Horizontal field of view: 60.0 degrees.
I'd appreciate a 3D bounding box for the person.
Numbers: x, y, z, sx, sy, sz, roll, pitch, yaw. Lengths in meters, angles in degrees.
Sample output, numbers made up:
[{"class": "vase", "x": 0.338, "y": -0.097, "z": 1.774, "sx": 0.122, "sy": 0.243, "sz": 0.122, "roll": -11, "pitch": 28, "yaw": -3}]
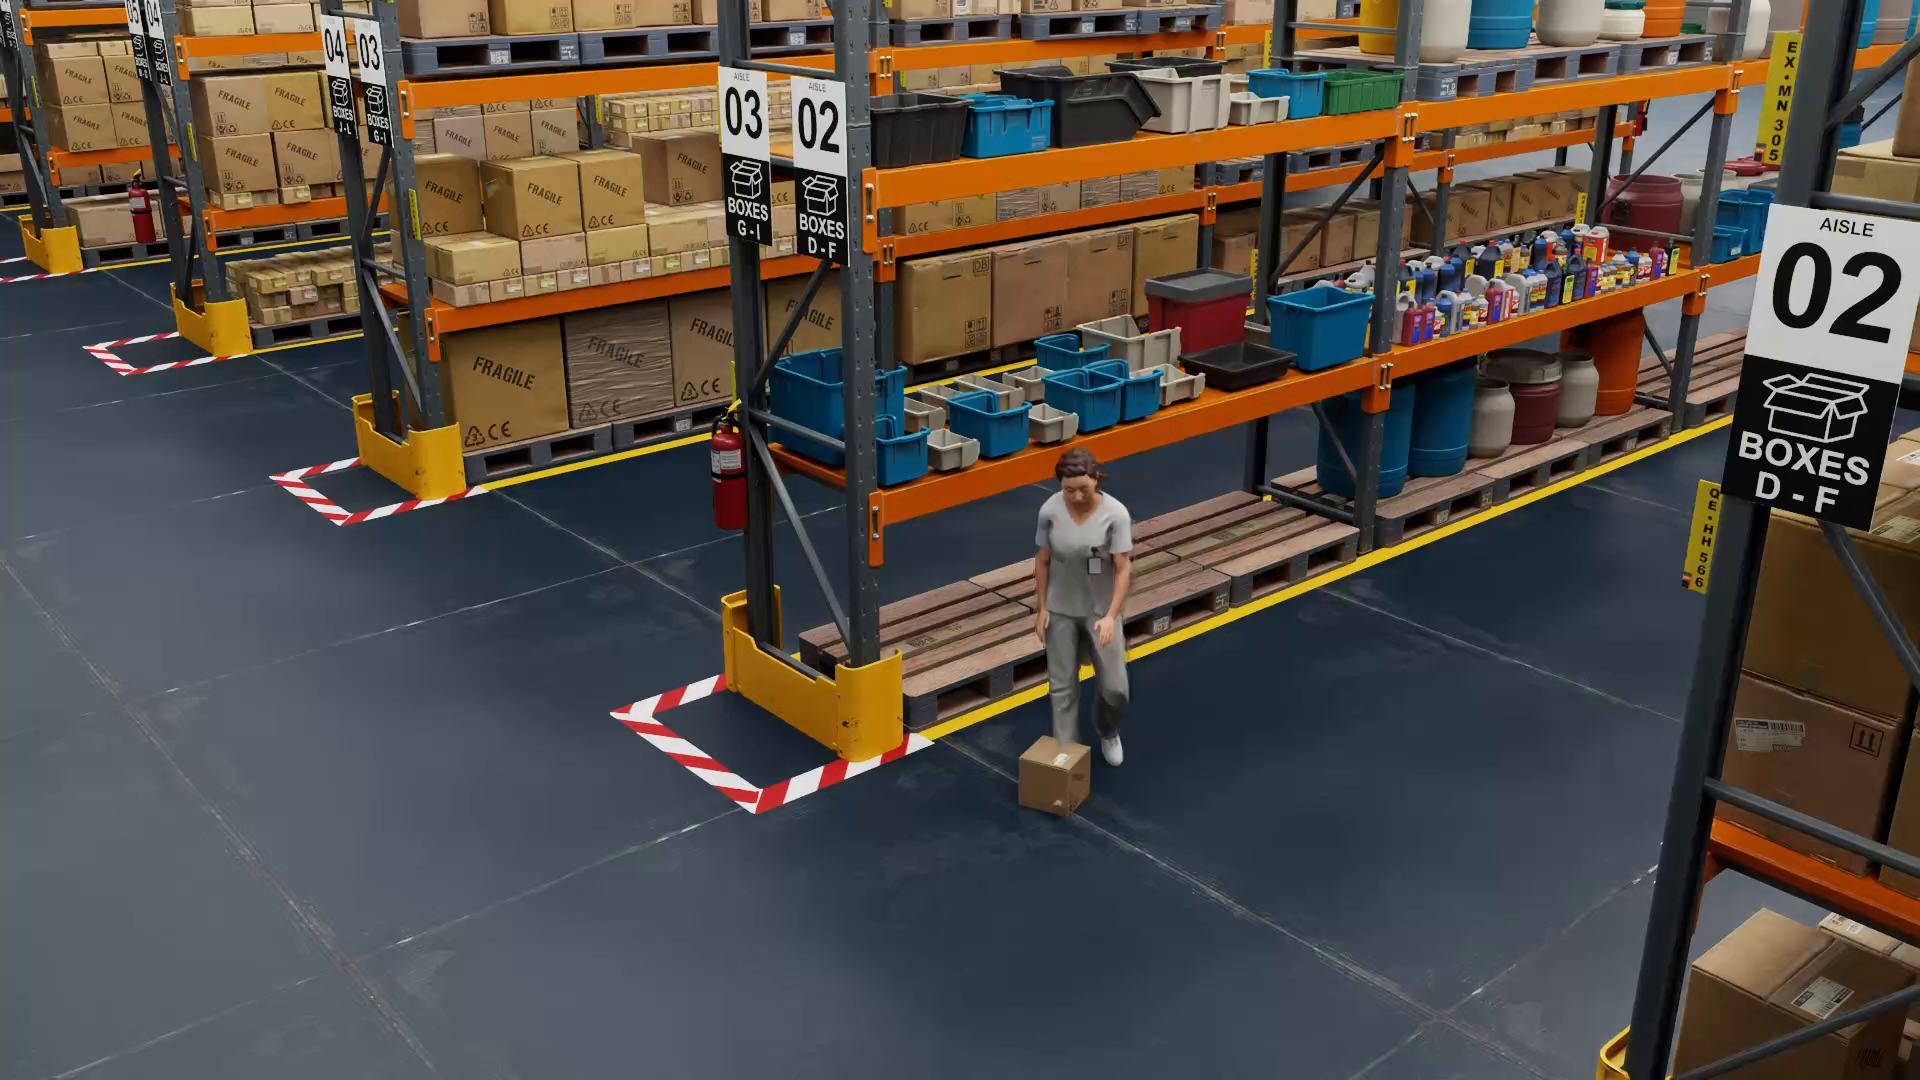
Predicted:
[{"class": "person", "x": 0.567, "y": 0.343, "z": 7.650, "sx": 0.472, "sy": 1.663, "sz": 0.571, "roll": 5, "pitch": 22, "yaw": 13}]
